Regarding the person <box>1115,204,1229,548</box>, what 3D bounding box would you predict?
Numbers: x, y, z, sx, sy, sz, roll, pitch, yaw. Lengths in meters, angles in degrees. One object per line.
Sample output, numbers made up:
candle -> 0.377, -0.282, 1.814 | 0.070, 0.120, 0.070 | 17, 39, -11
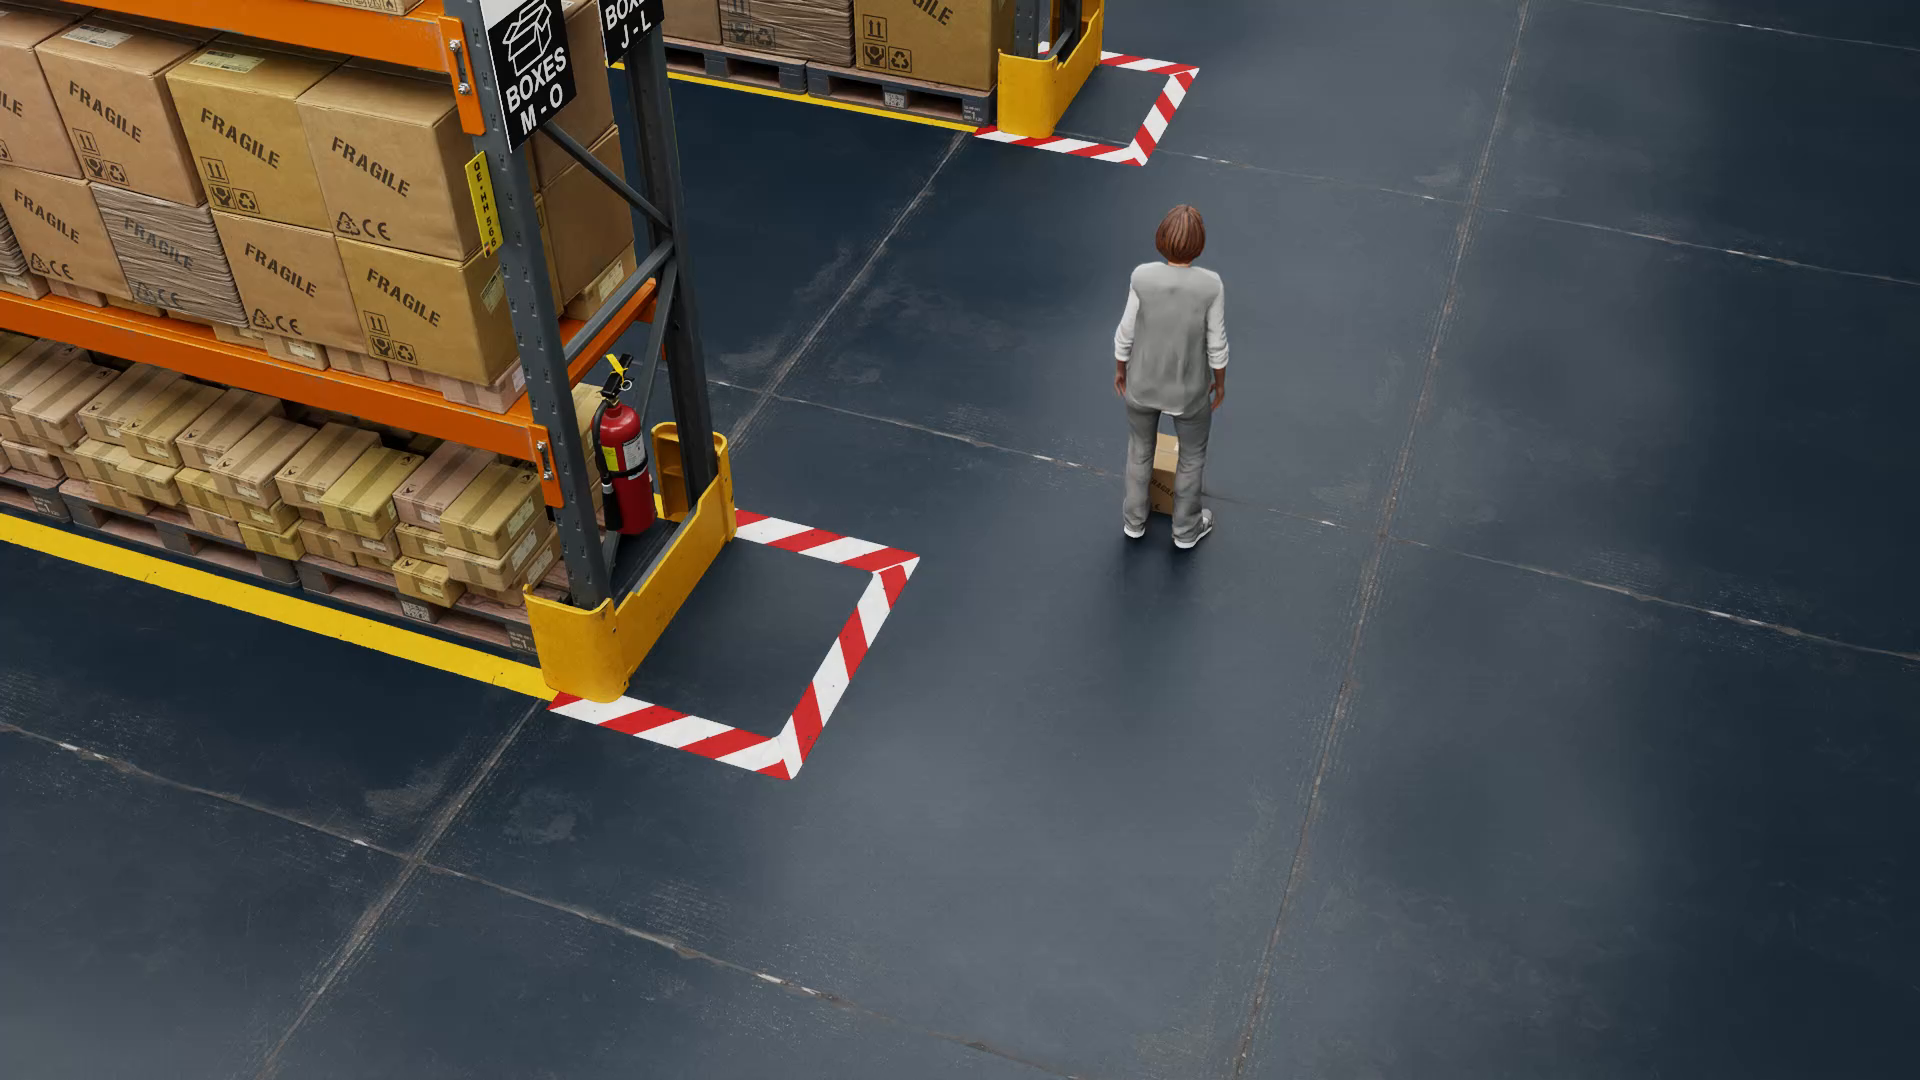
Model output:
person -> 0.869, -0.638, 6.874 | 0.483, 1.594, 0.341 | 12, 43, 13
